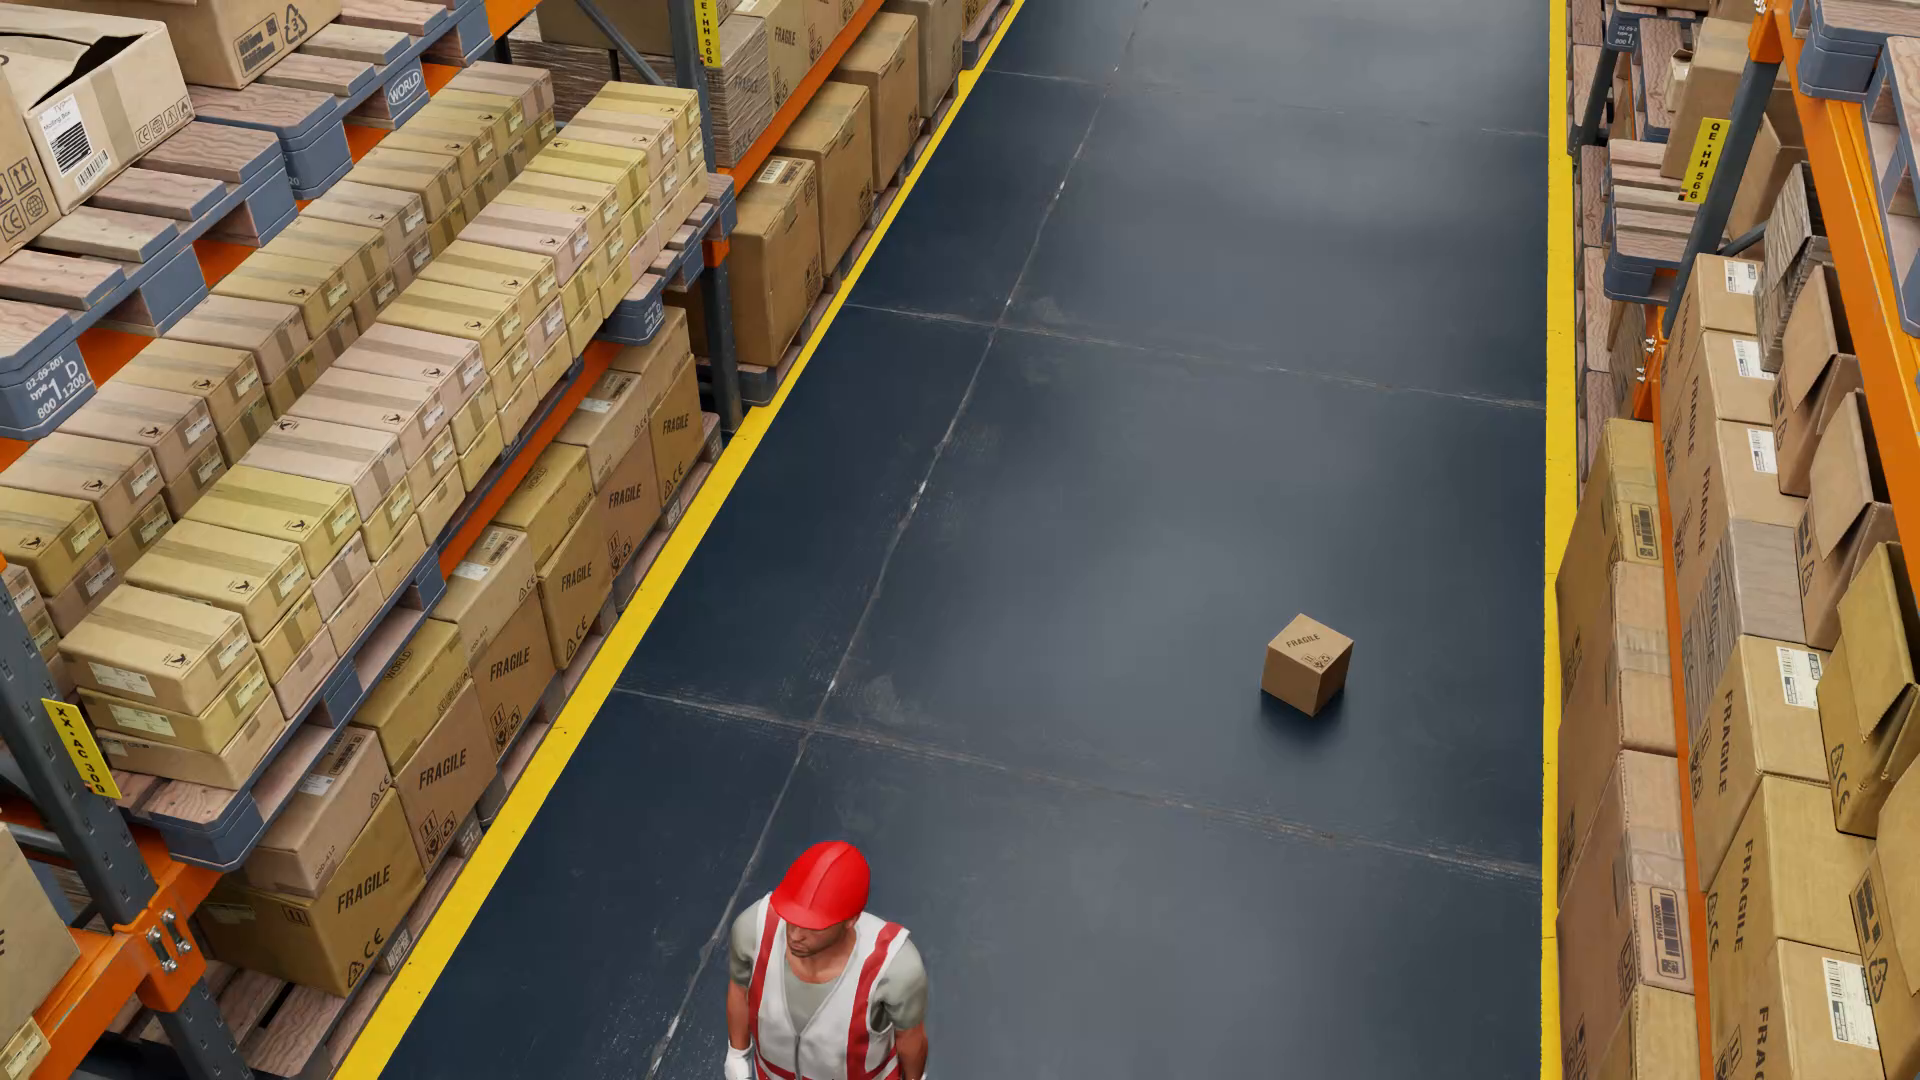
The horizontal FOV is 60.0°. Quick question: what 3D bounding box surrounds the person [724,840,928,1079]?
[{"bbox_3d":[-0.350,1.404,4.492,0.560,1.768,0.838,15,43,17],"label":"person"}]
